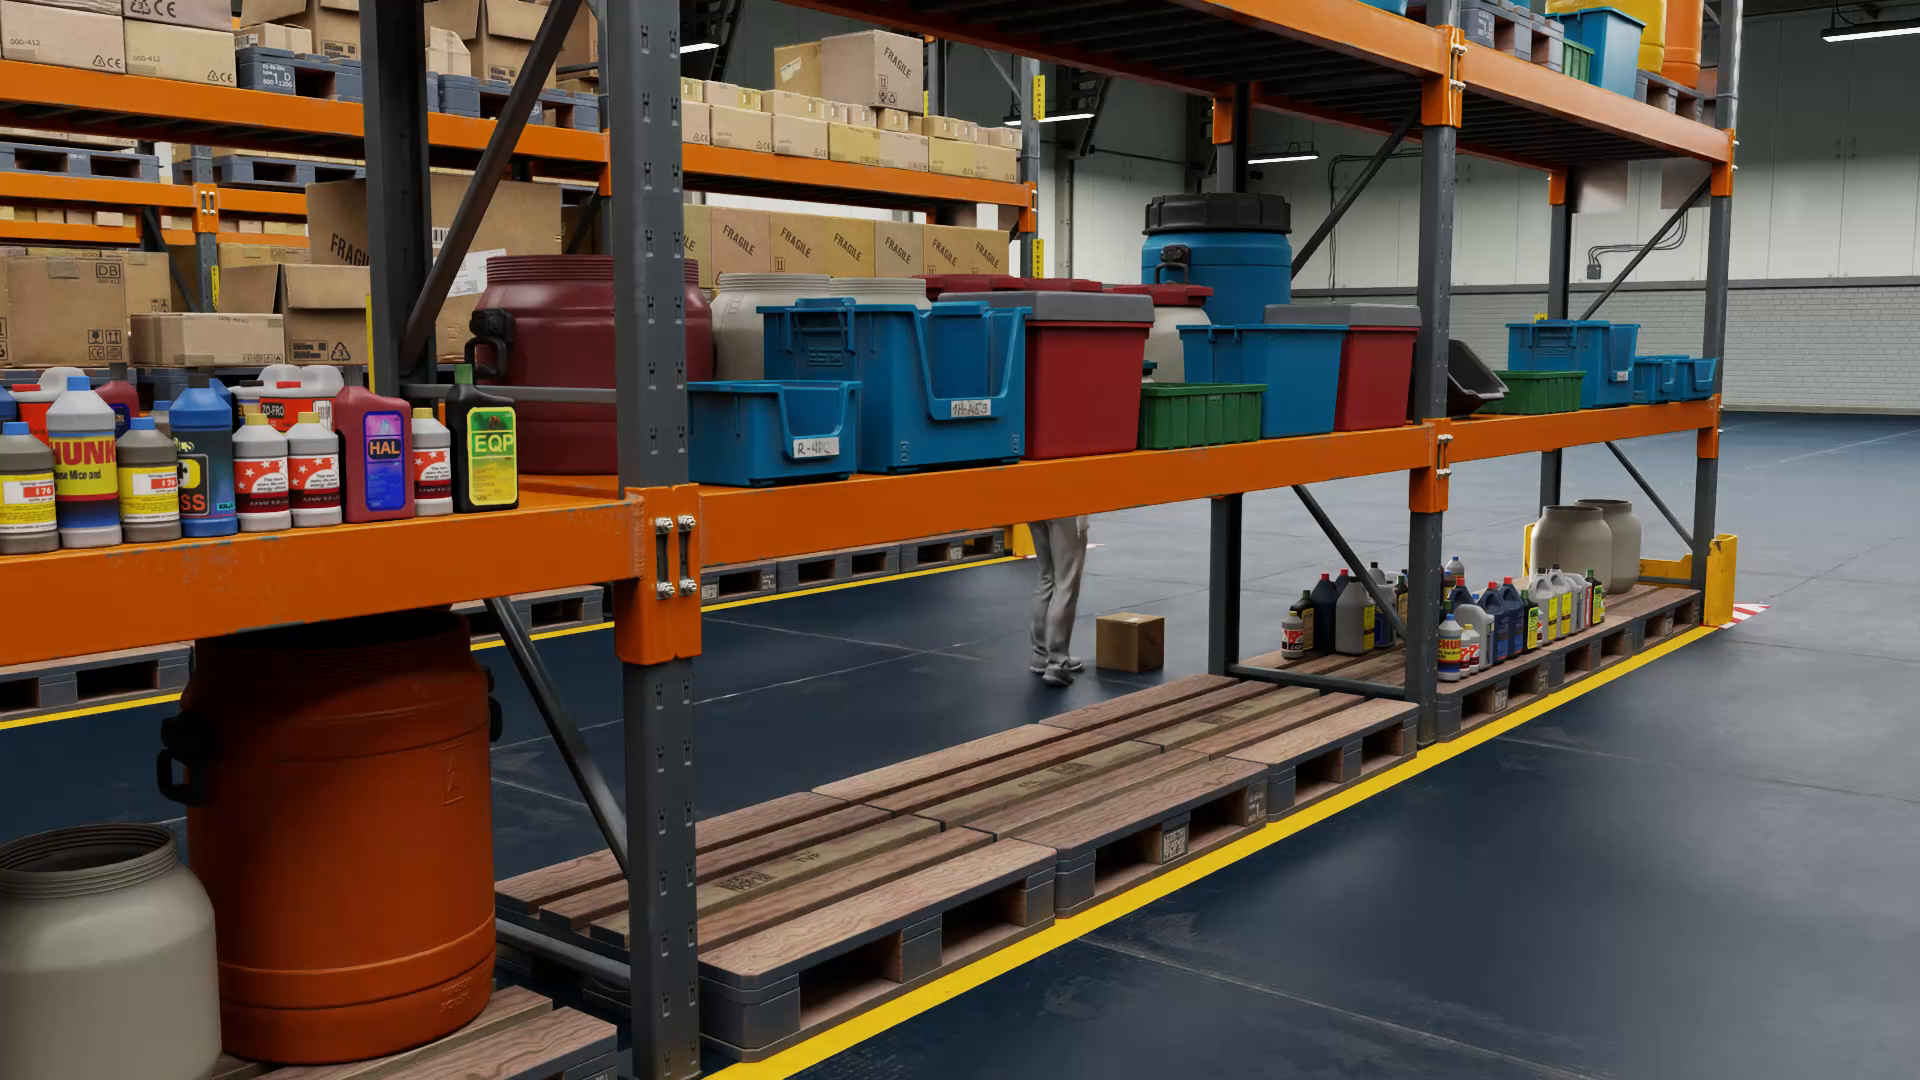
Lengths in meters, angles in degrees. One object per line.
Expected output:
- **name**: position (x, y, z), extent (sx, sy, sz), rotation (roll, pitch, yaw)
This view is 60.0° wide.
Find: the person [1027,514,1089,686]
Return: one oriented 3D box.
- **person**: position (0.484, -0.148, 8.056), extent (0.398, 1.718, 0.482), rotation (-5, 8, -34)
